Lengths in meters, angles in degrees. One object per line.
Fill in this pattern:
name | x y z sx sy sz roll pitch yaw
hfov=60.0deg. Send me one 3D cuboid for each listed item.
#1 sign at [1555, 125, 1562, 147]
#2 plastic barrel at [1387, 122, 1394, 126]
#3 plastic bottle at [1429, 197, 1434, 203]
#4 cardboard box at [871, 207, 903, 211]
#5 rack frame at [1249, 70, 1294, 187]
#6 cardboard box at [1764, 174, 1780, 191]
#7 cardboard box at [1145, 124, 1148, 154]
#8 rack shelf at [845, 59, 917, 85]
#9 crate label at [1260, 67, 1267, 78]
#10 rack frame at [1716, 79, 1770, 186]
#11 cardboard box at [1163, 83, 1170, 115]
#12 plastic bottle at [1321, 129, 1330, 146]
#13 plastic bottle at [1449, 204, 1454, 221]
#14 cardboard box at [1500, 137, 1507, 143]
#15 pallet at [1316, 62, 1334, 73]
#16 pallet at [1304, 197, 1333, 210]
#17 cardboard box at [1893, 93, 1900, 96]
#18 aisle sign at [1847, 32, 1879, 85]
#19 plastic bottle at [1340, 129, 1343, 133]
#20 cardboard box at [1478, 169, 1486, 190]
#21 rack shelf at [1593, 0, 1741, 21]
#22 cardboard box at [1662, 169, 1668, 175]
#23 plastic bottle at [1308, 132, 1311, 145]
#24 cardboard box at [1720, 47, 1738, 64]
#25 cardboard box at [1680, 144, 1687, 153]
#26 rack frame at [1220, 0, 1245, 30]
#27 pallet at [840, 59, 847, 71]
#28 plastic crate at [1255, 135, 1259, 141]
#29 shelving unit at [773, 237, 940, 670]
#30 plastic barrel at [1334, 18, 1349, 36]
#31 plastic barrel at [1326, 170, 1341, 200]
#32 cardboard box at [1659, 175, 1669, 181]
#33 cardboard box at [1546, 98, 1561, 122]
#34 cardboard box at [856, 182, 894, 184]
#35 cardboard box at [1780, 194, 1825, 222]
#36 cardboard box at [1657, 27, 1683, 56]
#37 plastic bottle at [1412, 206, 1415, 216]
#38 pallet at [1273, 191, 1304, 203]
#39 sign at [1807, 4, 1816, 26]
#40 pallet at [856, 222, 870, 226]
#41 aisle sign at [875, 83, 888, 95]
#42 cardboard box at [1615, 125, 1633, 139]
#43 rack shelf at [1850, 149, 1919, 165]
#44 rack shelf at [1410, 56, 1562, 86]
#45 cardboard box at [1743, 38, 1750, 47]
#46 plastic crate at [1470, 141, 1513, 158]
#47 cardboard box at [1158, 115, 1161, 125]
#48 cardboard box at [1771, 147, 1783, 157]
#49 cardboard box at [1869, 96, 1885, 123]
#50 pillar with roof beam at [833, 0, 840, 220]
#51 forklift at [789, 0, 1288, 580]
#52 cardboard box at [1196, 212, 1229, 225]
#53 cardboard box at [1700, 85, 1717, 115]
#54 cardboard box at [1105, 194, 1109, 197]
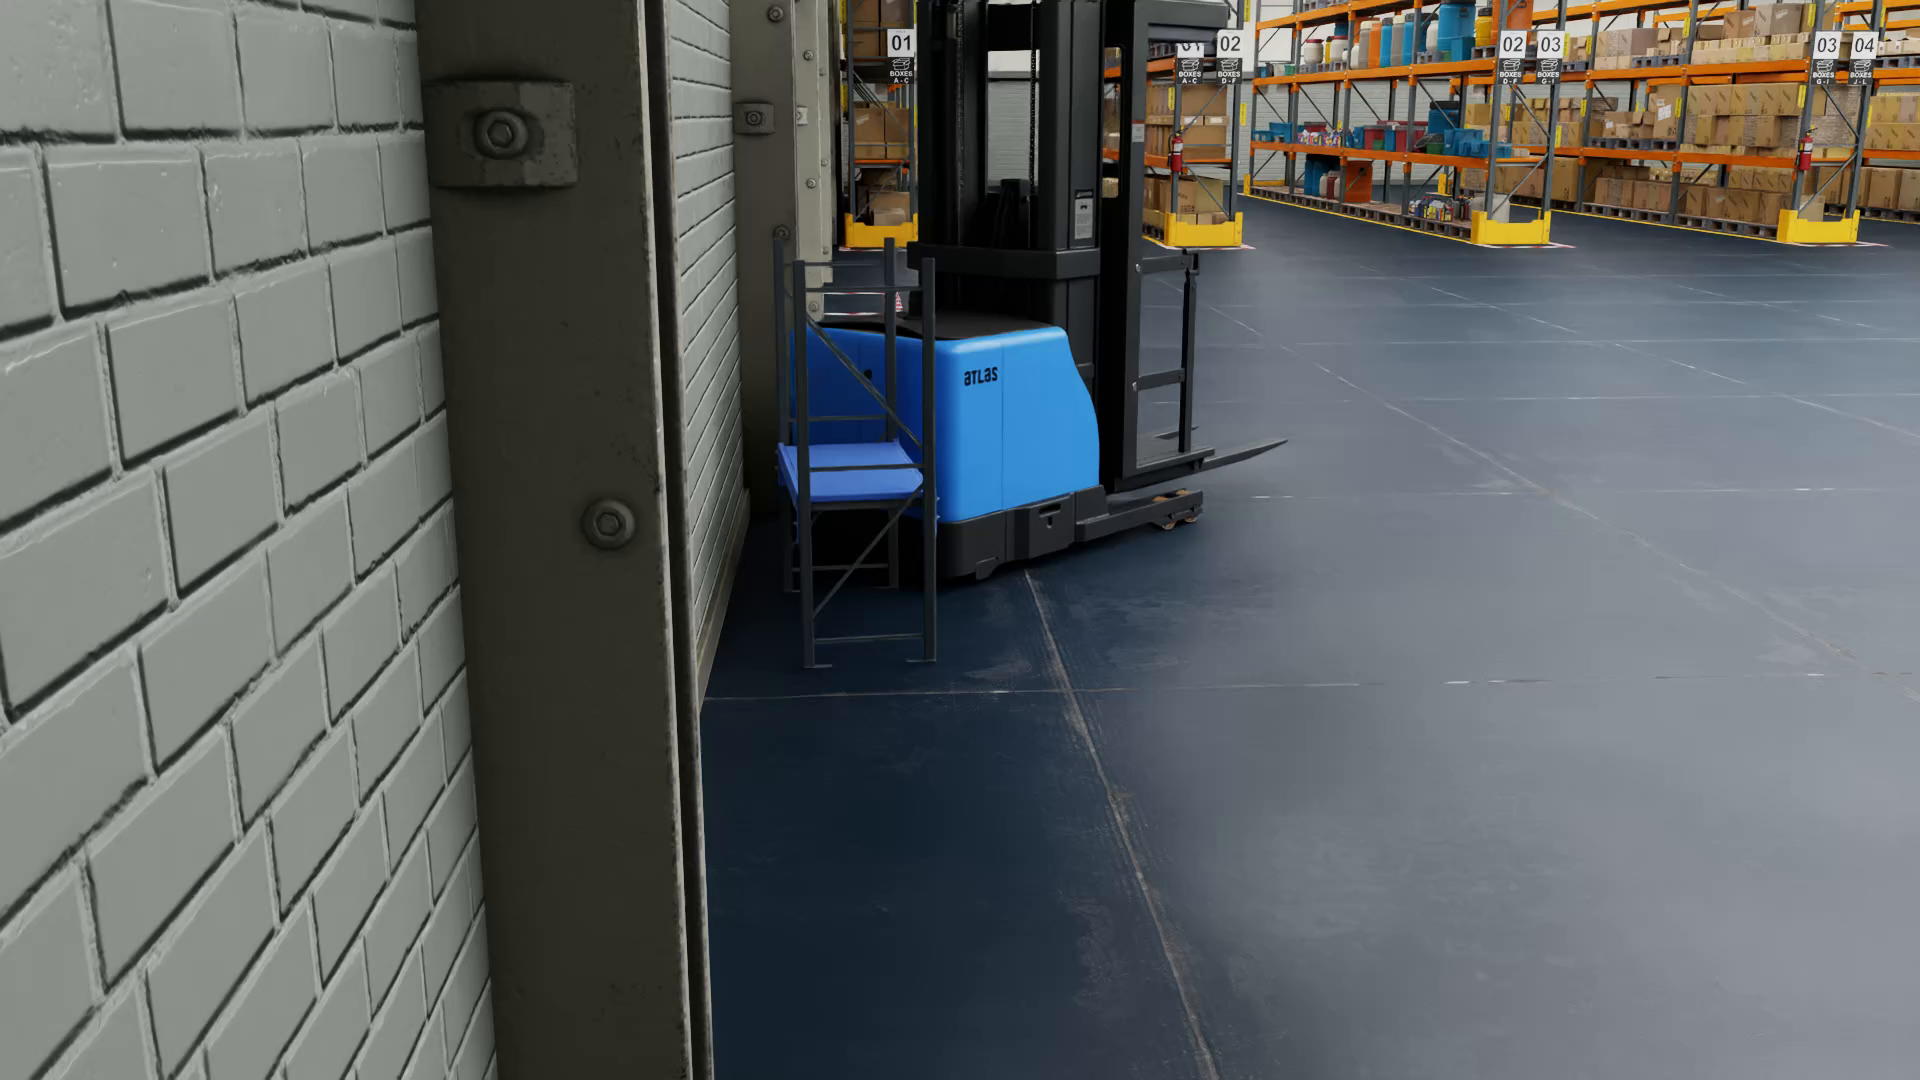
sign | 9.256 -6.254 25.758 0.100 0.325 0.005 -1 14 -3
plastic barrel | 8.488 -7.904 32.501 0.421 0.512 0.421 0 14 0
plastic bottle | 8.239 -5.832 29.108 0.144 0.351 0.185 -1 14 -3
cardboard box | -1.169 -5.186 26.674 0.500 0.311 0.500 0 14 1
rack frame | 7.716 -10.092 41.229 1.000 3.000 0.127 -1 14 -3
cardboard box | 17.732 -7.643 35.885 0.500 0.500 0.500 -2 15 -6
cardboard box | 3.549 -6.970 28.895 0.700 0.500 0.500 -1 14 -5
rack shelf | -1.305 -7.561 26.818 1.077 0.370 4.000 -1 14 -3
crate label | 7.450 -11.238 39.962 0.408 0.251 0.502 -1 14 -3
rack frame | 17.864 -9.225 37.859 1.000 3.000 0.127 -1 14 -3
cardboard box | 3.673 -7.099 26.794 0.700 0.500 0.500 -1 14 -3
plastic bottle | 7.721 -8.497 35.129 0.144 0.351 0.185 -1 14 -3
plastic bottle | 8.274 -5.525 28.048 0.061 0.283 0.133 -1 14 -3
cardboard box | 12.561 -9.122 37.966 0.380 0.149 0.250 -1 14 -3
pallet | 8.183 -9.983 35.164 1.003 0.211 1.213 -1 14 -3
pallet | 8.048 -7.250 35.779 1.003 0.211 1.213 -1 14 -3
cardboard box | 22.445 -10.564 39.554 0.380 0.149 0.250 -1 14 -5
aisle sign | 13.954 -7.437 25.695 0.394 0.787 0.004 -1 14 -3
plastic bottle | 8.359 -8.803 36.321 0.144 0.351 0.185 -1 14 -3
cardboard box | 12.890 -8.737 39.385 0.875 0.875 0.875 -1 14 -3
rack shelf | 13.279 -10.044 31.252 1.077 0.370 4.000 -1 14 -3
cardboard box | 17.432 -9.003 40.683 0.380 0.149 0.250 -2 15 -6
plastic bottle | 7.616 -8.722 36.138 0.061 0.283 0.133 -1 14 -3
cardboard box | 13.233 -8.193 28.129 0.500 0.250 0.500 -1 15 -6
cardboard box | 13.116 -7.004 29.732 0.380 0.149 0.250 -1 14 -3
rack frame | 3.763 -8.942 24.722 1.000 3.000 0.127 -1 14 -3
pallet | -1.769 -9.470 33.170 1.213 0.211 1.003 0 14 -1
plastic crate | 7.340 -9.845 40.681 0.250 0.136 0.298 -1 14 -3
shelving unit | -0.426 -0.383 6.505 0.538 1.500 1.048 -3 15 -10
plastic barrel | 8.222 -10.574 35.233 0.600 0.901 0.708 -1 14 -3
plastic barrel | 8.094 -7.540 35.308 0.600 0.588 0.708 -1 14 -3
cardboard box | 17.364 -8.858 40.716 0.380 0.149 0.250 0 14 -2
cardboard box | 13.040 -9.224 35.641 0.797 0.503 0.637 0 14 -2
cardboard box | -1.605 -6.520 31.482 0.700 0.500 0.500 -1 14 -4
cardboard box | 13.629 -5.337 26.924 0.500 0.500 0.500 2 15 7
cardboard box | 13.413 -9.243 30.859 0.797 0.503 0.637 0 14 -1
plastic bottle | 8.054 -5.828 29.393 0.097 0.201 0.097 0 14 0
pallet | 7.879 -7.929 38.418 1.003 0.211 1.213 -1 14 -3
sign | 13.095 -8.067 25.562 0.100 0.325 0.005 -1 14 -3
pallet | -1.273 -5.133 27.554 1.003 0.211 1.213 -1 14 -3
aisle sign | -1.877 -11.220 40.398 0.394 0.787 0.004 -1 14 -3
cardboard box | 13.029 -7.889 32.126 0.500 0.250 0.500 -1 14 -5
rack shelf | 18.235 -7.384 32.150 1.077 0.370 4.000 -1 14 -3
rack shelf | 8.583 -7.714 27.412 1.077 0.370 4.000 -1 14 -3
cardboard box | 13.284 -8.284 27.684 0.380 0.149 0.250 -1 14 -2
plastic crate | 8.377 -6.160 26.248 0.499 0.251 0.616 -1 14 -3
cardboard box | 3.451 -6.877 27.233 0.380 0.149 0.250 -1 14 -4
cardboard box | 13.345 -6.258 26.835 0.380 0.149 0.250 -1 14 -3
cardboard box | 18.196 -8.397 32.437 0.700 0.500 0.500 -1 14 -4
pillar with roof beam | 1.837 -10.584 31.104 9.100 9.000 0.400 -1 14 -3
forklift | 0.576 -1.544 8.146 1.130 2.935 3.031 13 19 41
cardboard box | 3.952 -5.045 26.292 0.500 0.250 0.500 -1 14 -3
cardboard box | 13.209 -7.620 28.819 0.500 0.500 0.500 -1 14 -3
cardboard box | 3.077 -6.509 31.981 0.500 0.250 0.500 -1 14 -5
